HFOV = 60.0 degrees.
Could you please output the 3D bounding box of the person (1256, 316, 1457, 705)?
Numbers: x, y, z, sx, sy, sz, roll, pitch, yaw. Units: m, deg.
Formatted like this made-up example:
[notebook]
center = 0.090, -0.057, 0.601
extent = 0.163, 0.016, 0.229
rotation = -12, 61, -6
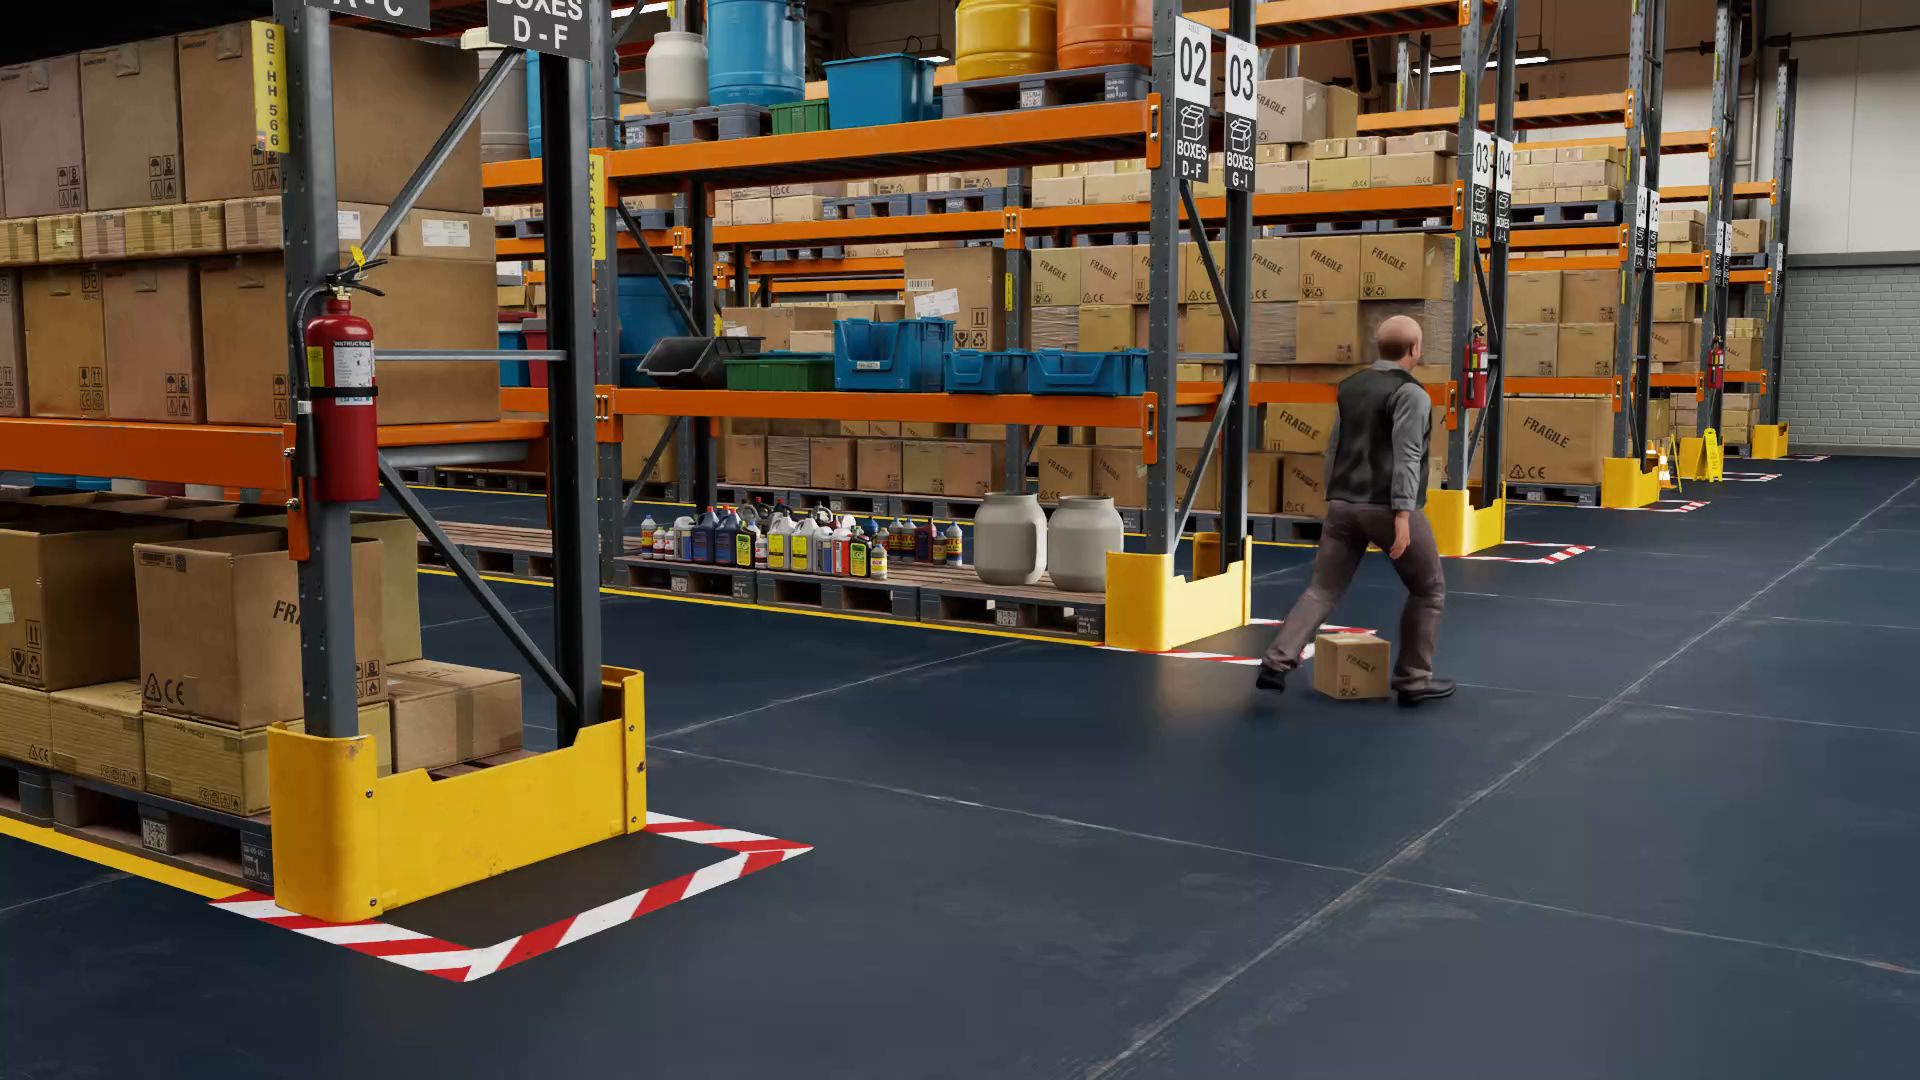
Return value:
[person]
center = 1.716, -0.073, 7.111
extent = 0.904, 1.580, 0.564
rotation = -4, 7, -33
